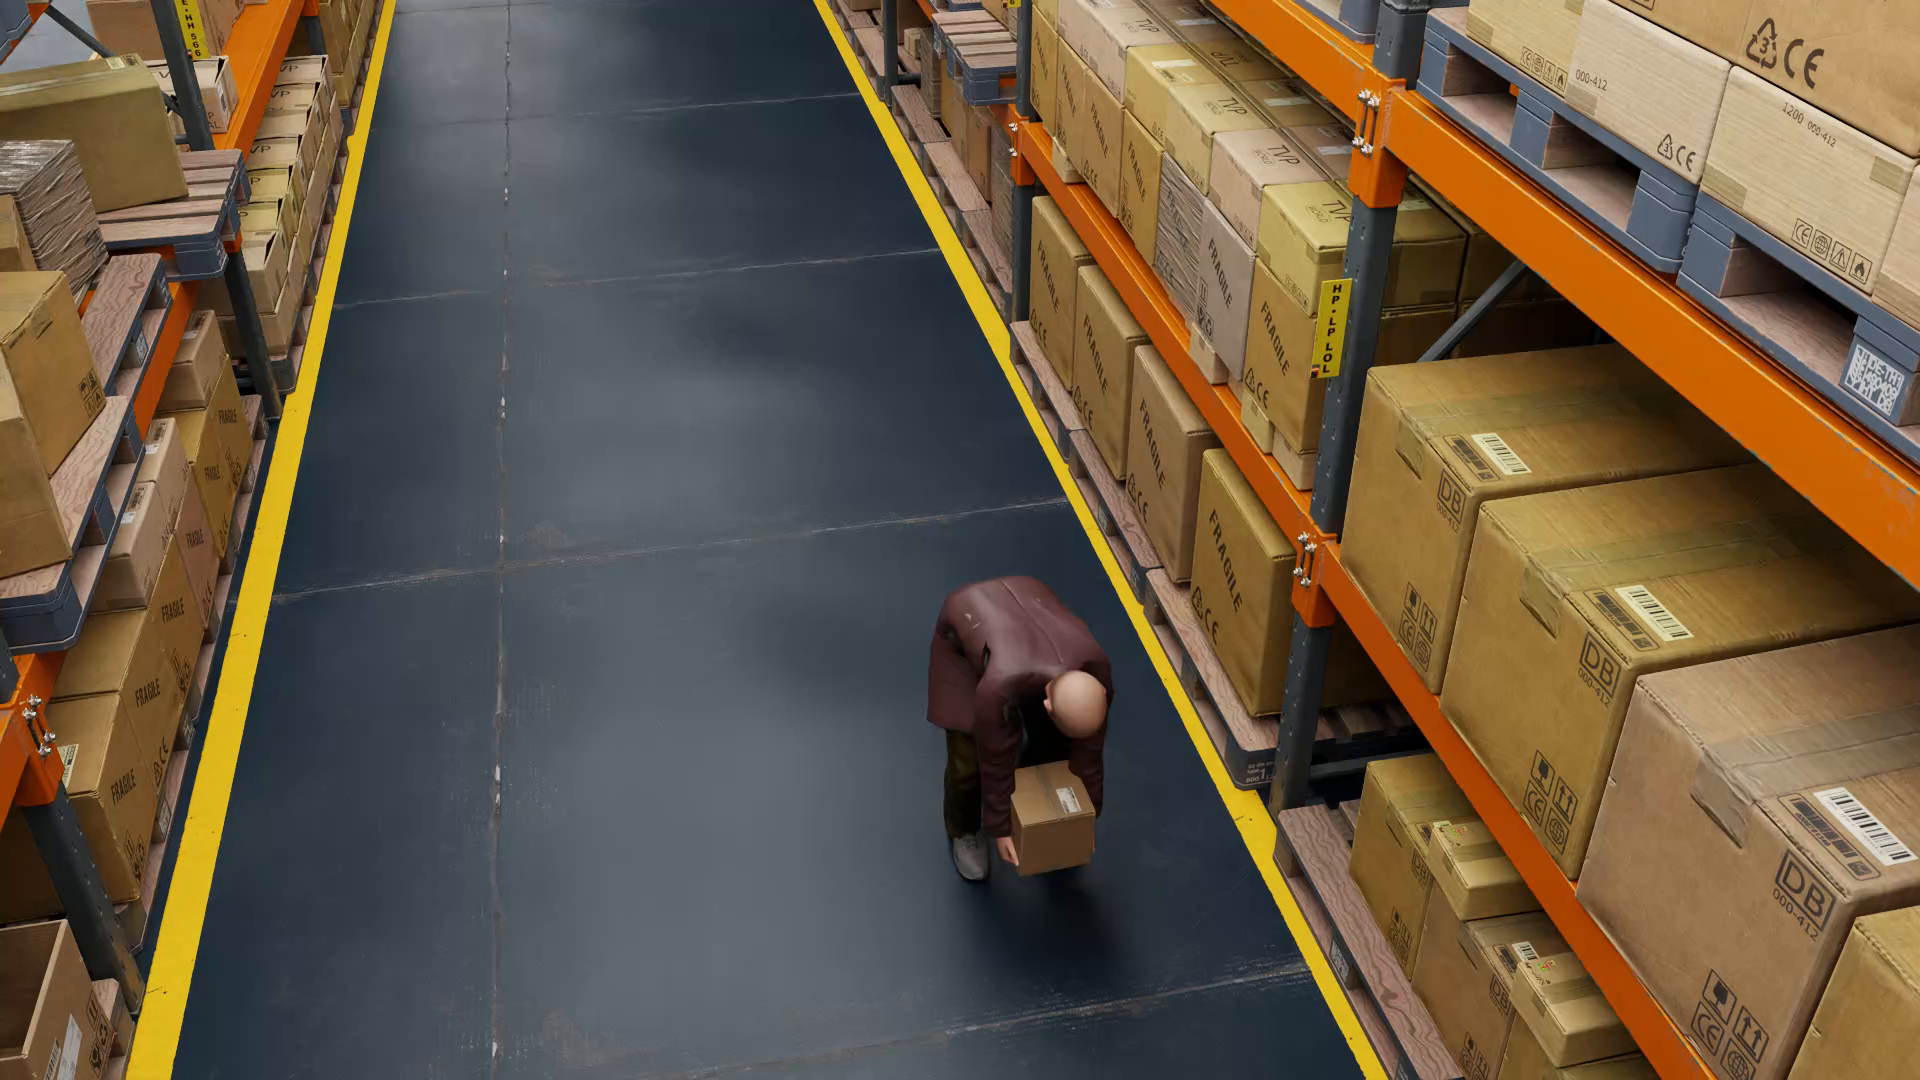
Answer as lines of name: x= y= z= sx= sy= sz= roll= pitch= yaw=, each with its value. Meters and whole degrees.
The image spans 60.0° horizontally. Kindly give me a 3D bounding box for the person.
person: x=0.221 y=0.723 z=5.597 sx=0.563 sy=1.204 sz=0.939 roll=-11 pitch=36 yaw=-16
